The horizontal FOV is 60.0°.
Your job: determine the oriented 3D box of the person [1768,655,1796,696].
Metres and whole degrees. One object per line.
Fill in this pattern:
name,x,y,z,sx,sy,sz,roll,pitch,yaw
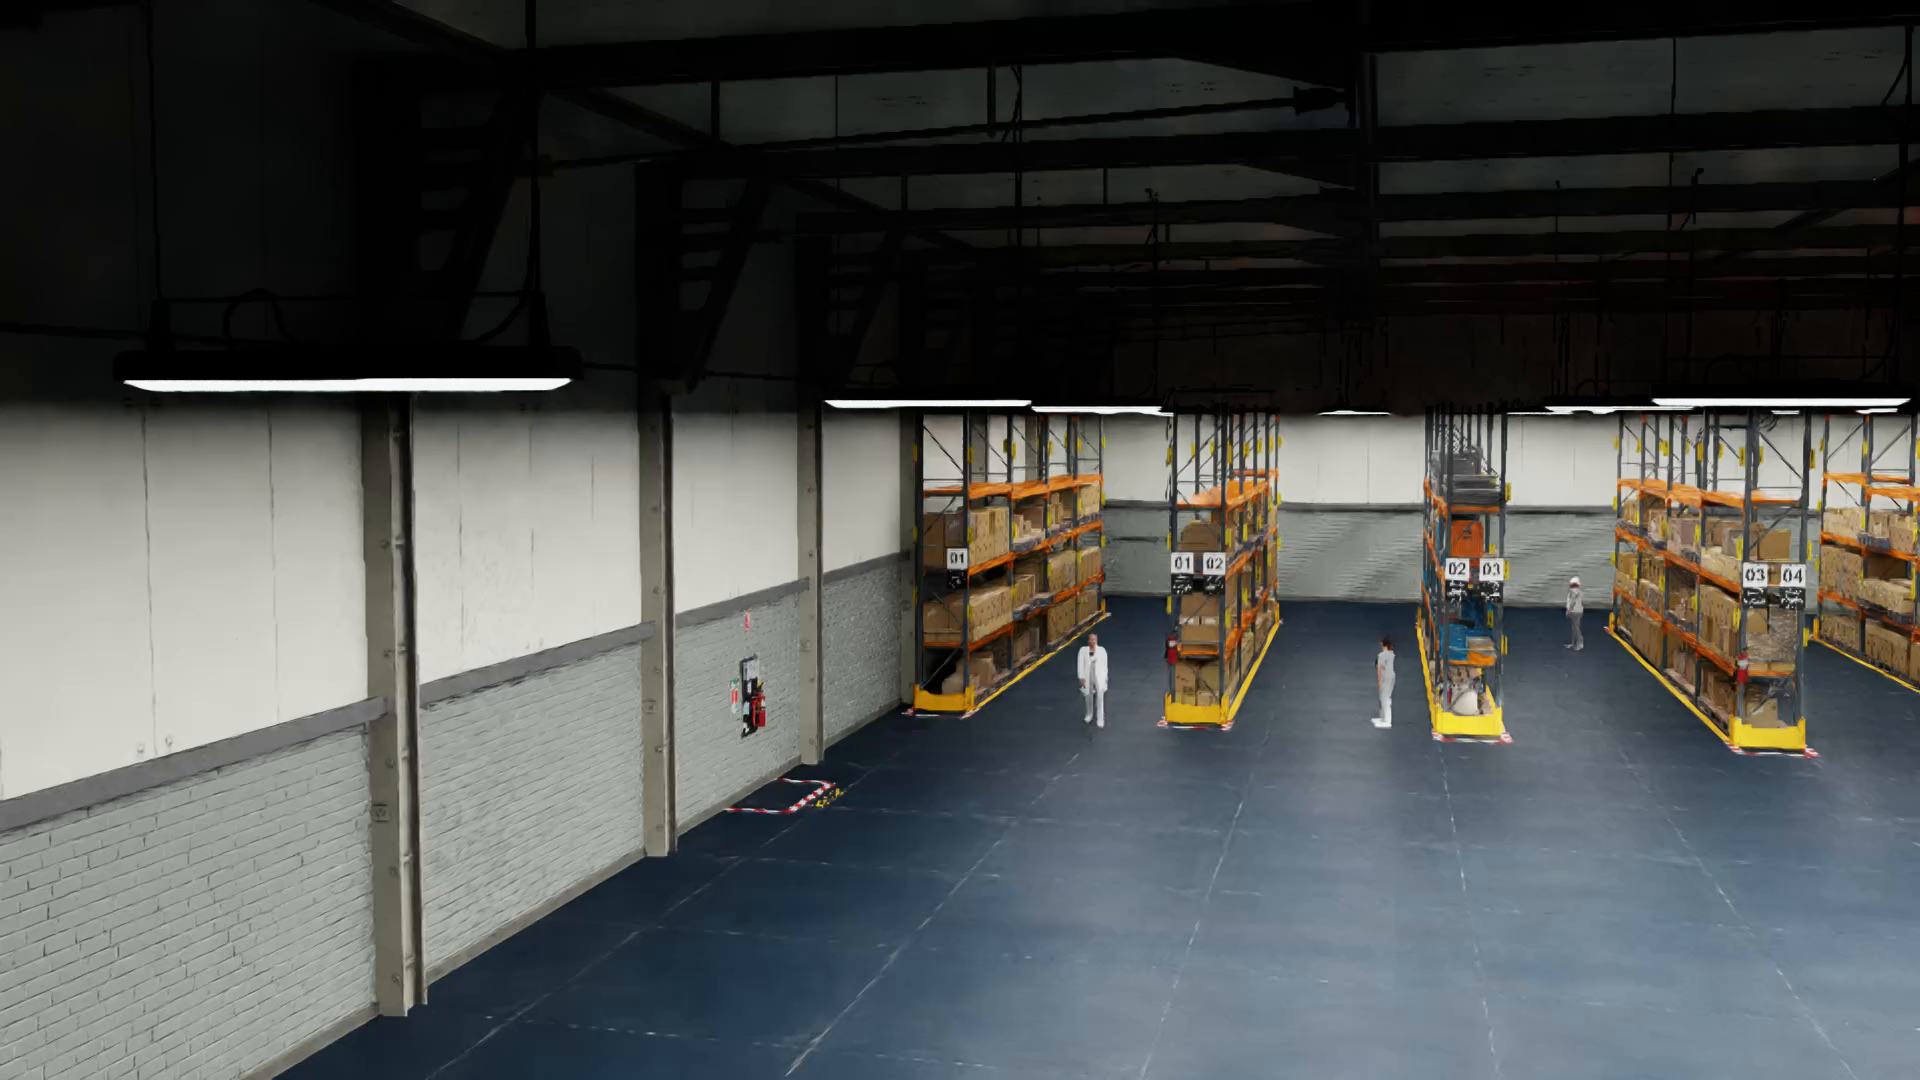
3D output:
person,16.845,2.443,34.074,0.566,1.541,0.519,1,4,11

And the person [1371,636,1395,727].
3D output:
person,7.837,2.599,30.801,0.477,1.675,0.487,4,6,44

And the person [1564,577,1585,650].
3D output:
person,15.190,1.808,41.055,0.519,1.798,0.597,3,5,32

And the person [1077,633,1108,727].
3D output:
person,2.452,2.575,30.788,0.580,1.715,1.103,0,4,6
